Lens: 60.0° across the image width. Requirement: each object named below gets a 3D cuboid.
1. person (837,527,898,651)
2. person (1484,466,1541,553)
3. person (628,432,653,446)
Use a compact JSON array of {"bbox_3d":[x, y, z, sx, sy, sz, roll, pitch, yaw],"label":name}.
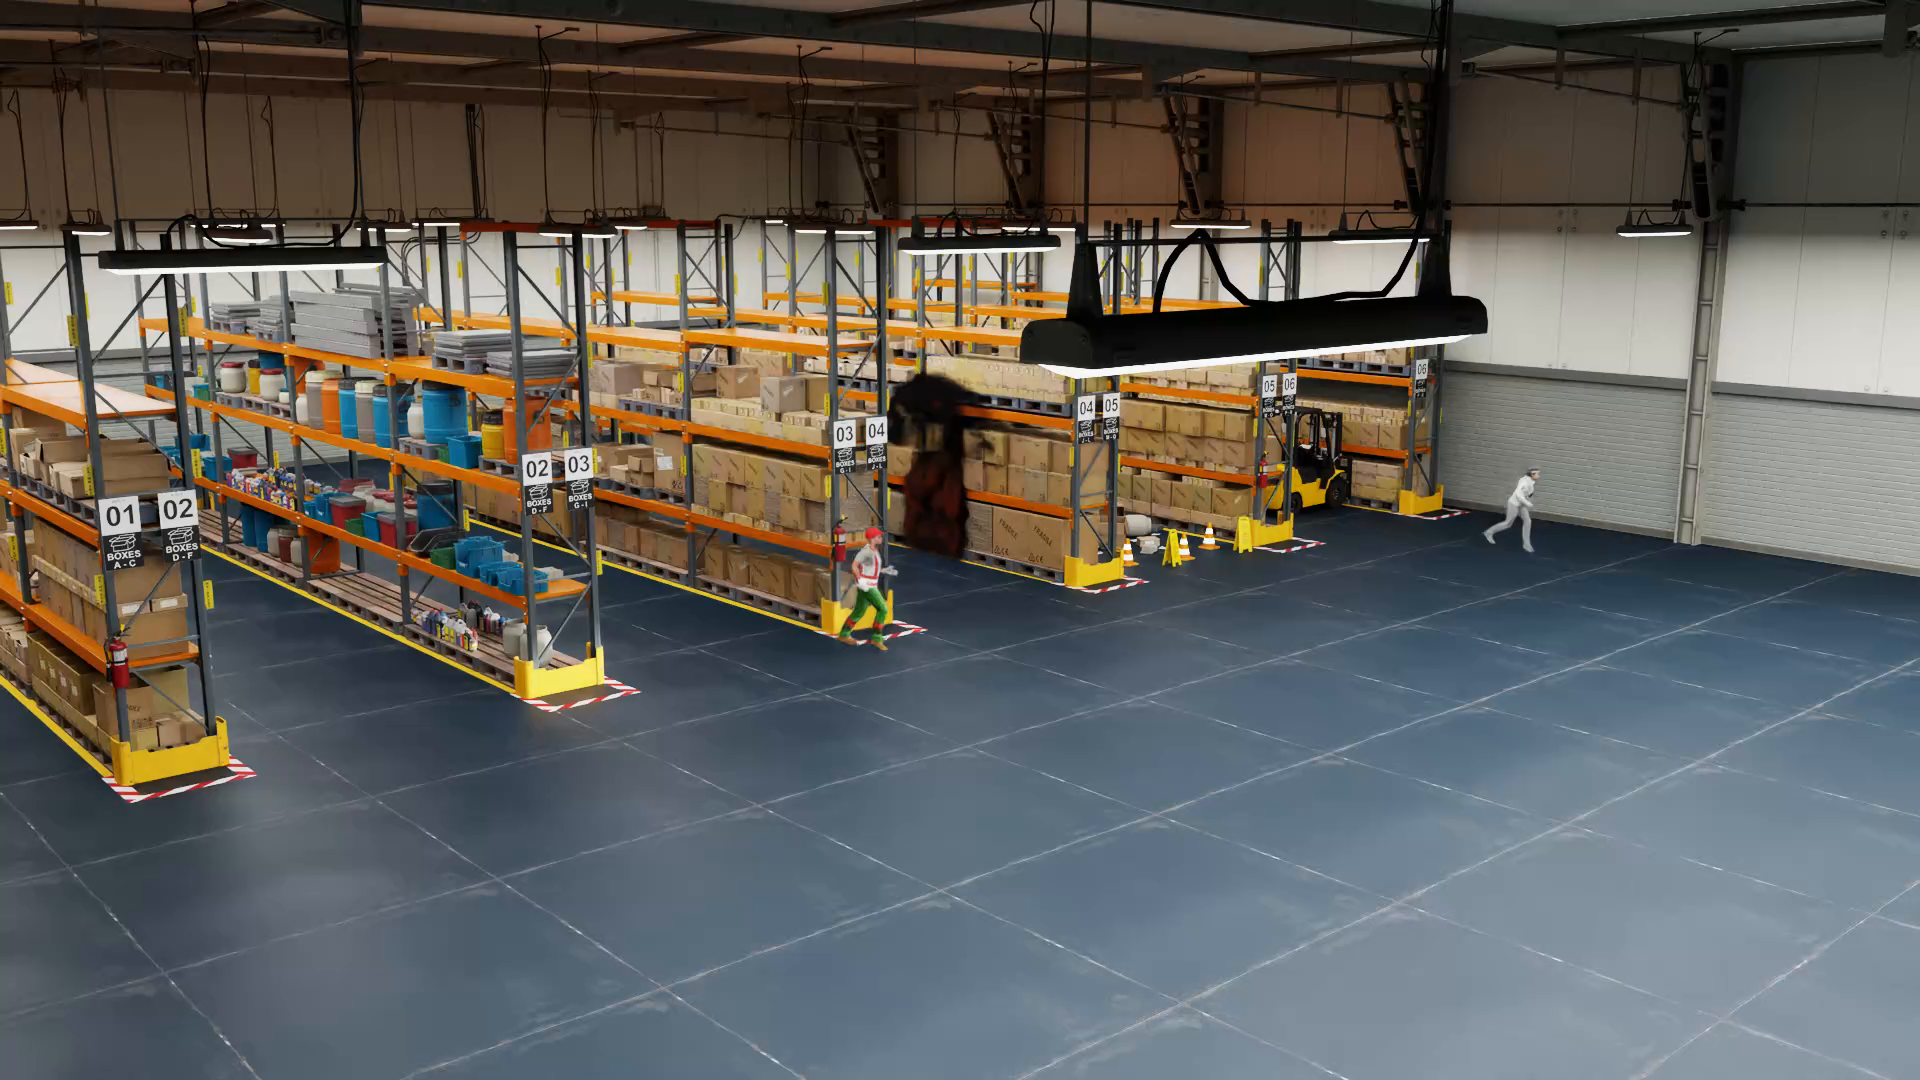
[{"bbox_3d":[-1.332,0.714,23.916,0.891,1.831,0.589,-1,11,-3],"label":"person"},{"bbox_3d":[10.265,-0.597,30.902,0.977,1.627,0.654,6,13,28],"label":"person"},{"bbox_3d":[-8.162,-3.029,42.430,0.647,1.851,0.791,10,15,40],"label":"person"}]
